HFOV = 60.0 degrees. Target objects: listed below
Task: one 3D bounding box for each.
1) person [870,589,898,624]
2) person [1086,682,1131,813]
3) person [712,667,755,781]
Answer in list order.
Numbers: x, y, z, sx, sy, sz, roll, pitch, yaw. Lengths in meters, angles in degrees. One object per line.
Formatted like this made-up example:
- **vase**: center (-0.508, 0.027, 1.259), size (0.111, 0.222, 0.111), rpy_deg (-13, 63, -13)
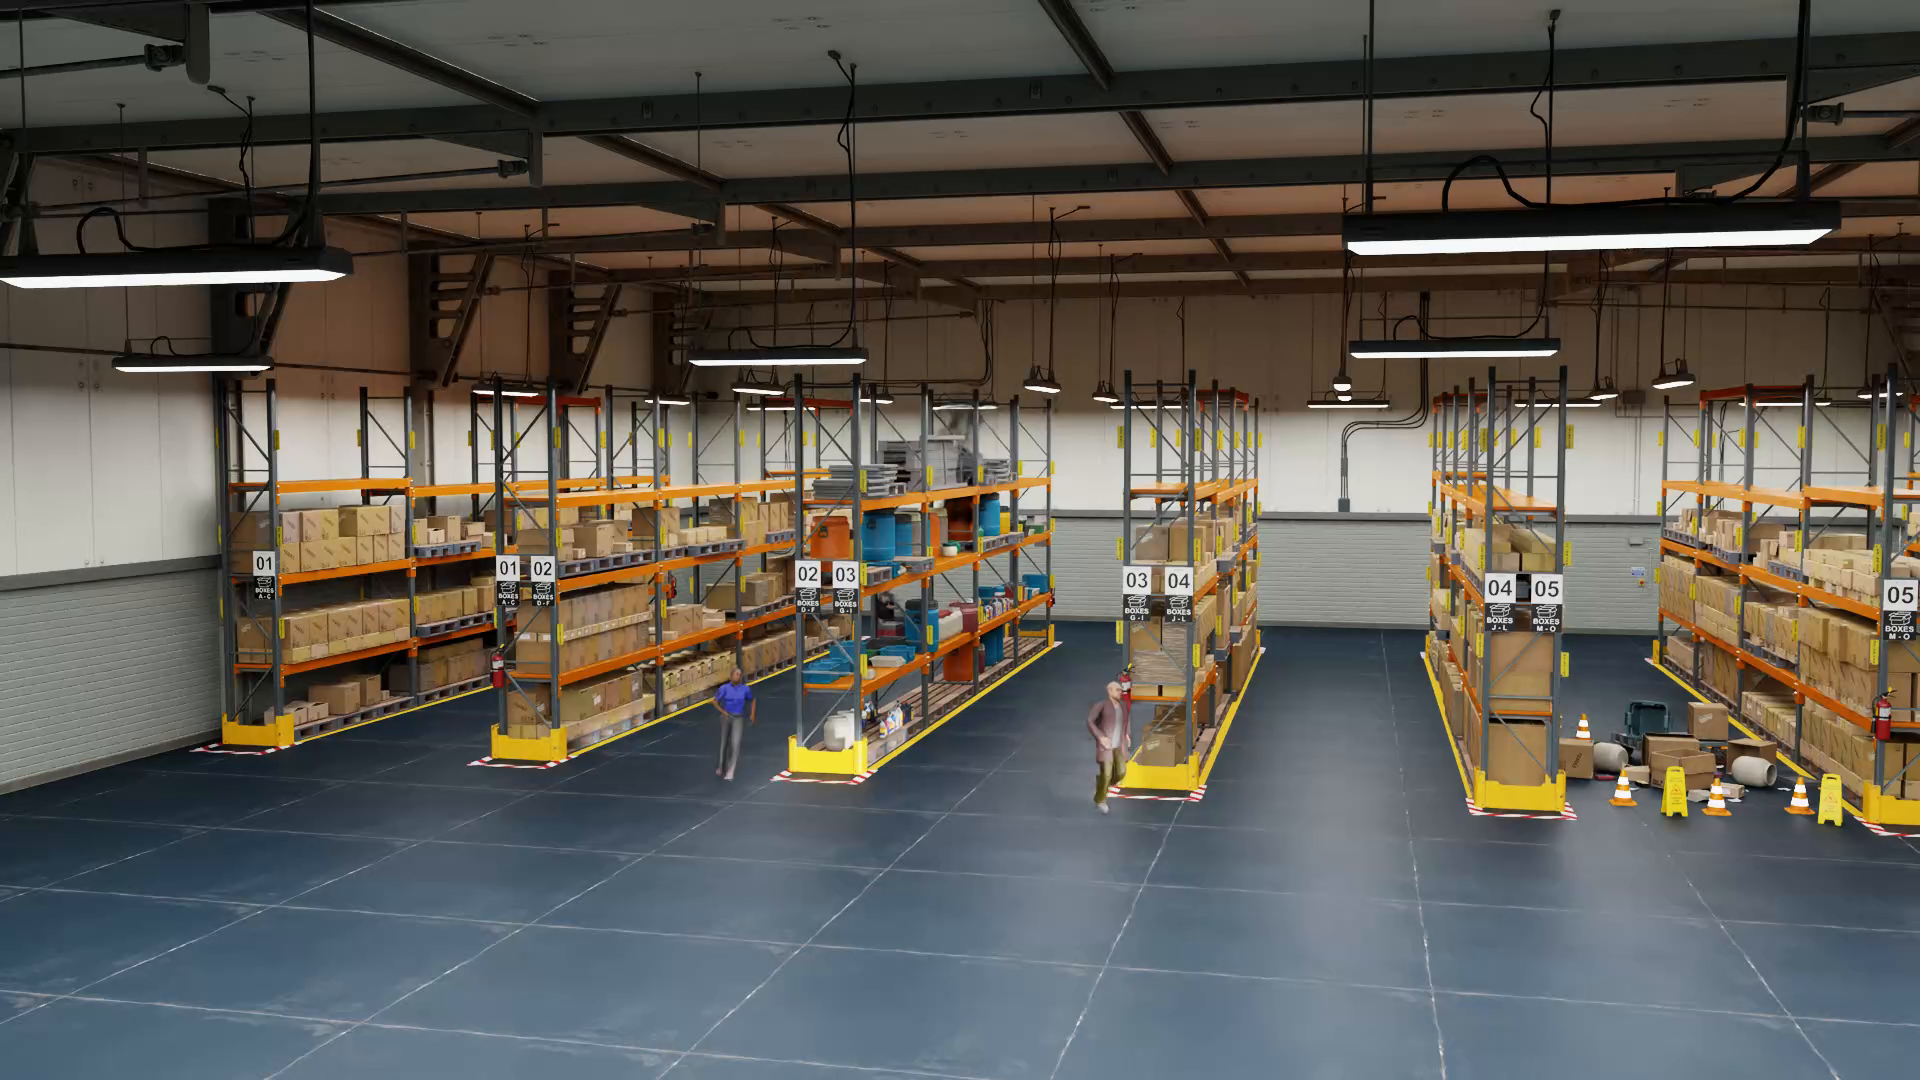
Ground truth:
- **person**: center (-1.732, 1.847, 38.316), size (0.661, 1.769, 0.863), rpy_deg (0, 3, -3)
- **person**: center (2.066, 2.801, 22.602), size (0.769, 1.743, 0.547), rpy_deg (-2, 4, -29)
- **person**: center (-3.344, 2.719, 24.631), size (0.645, 1.669, 0.623), rpy_deg (-1, 3, -11)
